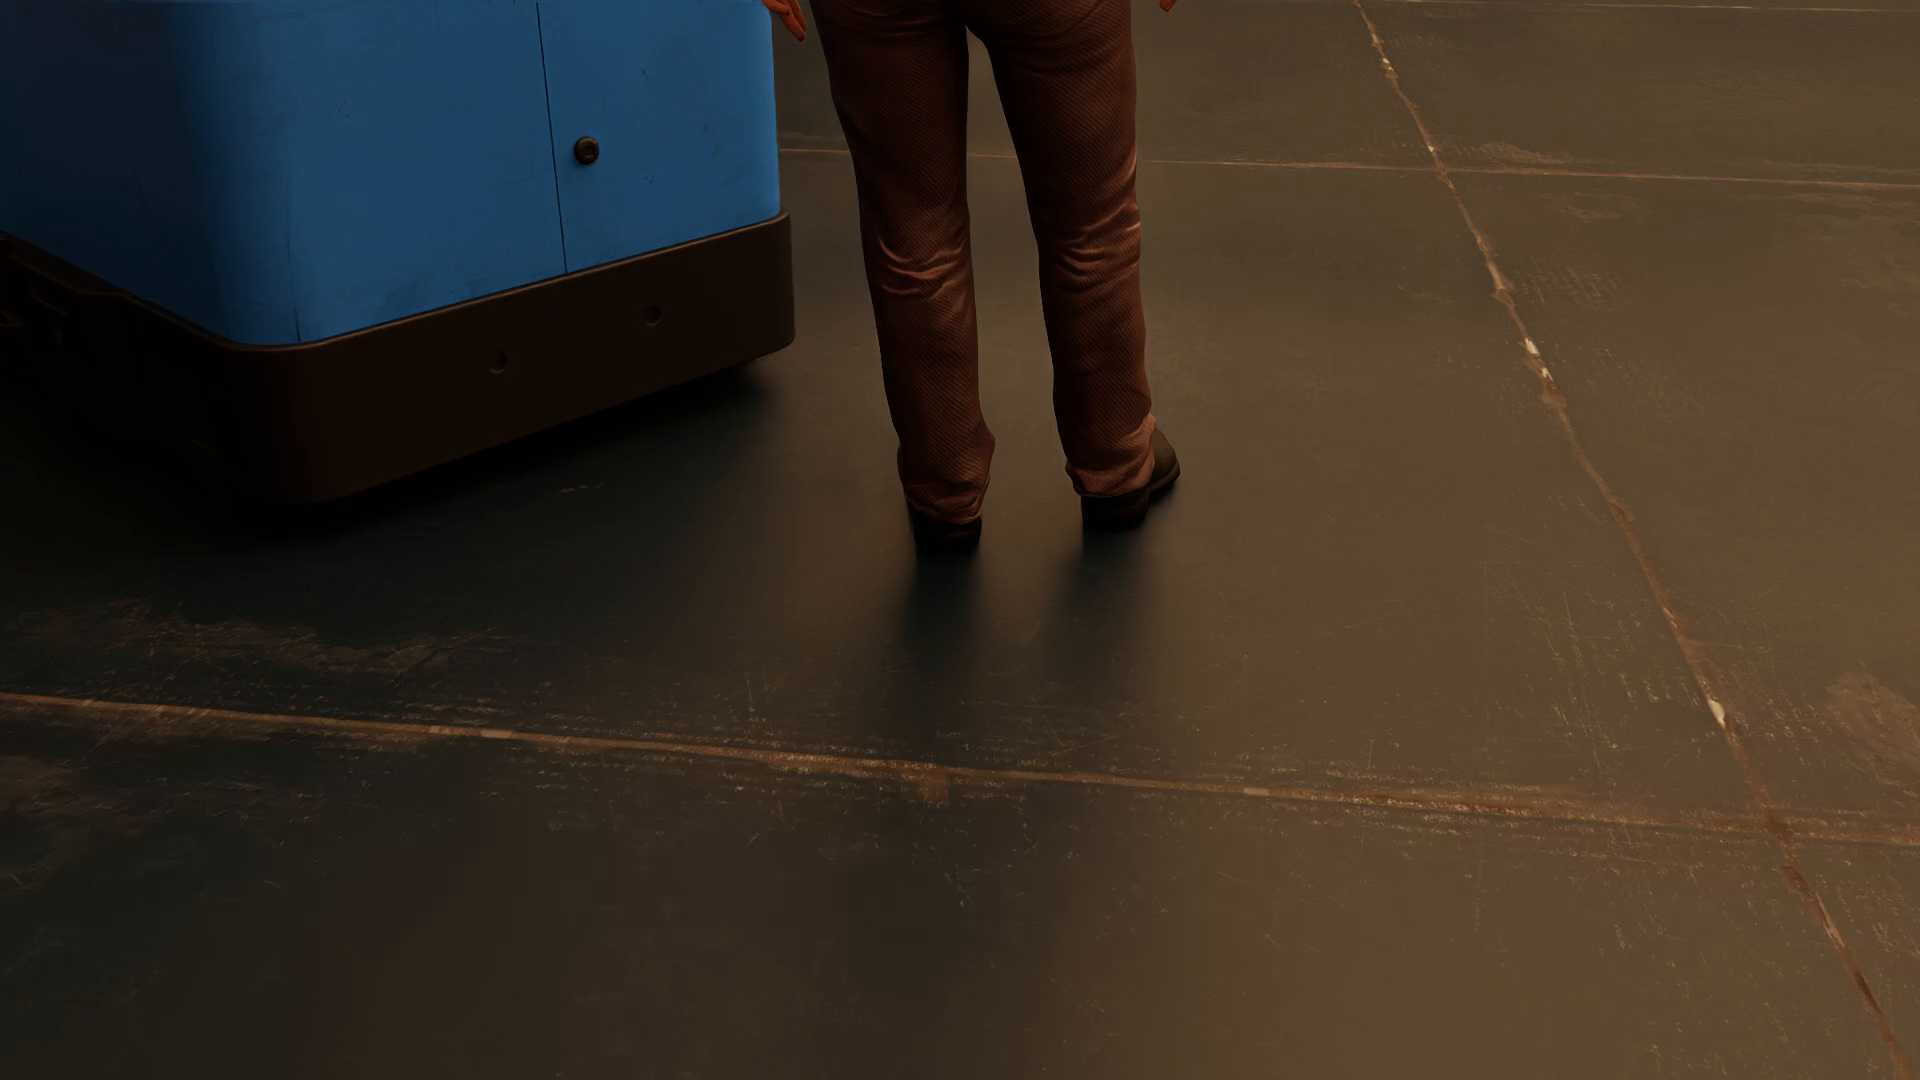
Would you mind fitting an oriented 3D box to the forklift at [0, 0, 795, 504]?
[{"bbox_3d":[-1.732,-1.909,3.044,3.031,2.935,1.130,22,34,37],"label":"forklift"}]

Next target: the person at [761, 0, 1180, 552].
[{"bbox_3d":[0.016,-0.804,2.166,0.632,1.720,0.568,3,27,7],"label":"person"}]
